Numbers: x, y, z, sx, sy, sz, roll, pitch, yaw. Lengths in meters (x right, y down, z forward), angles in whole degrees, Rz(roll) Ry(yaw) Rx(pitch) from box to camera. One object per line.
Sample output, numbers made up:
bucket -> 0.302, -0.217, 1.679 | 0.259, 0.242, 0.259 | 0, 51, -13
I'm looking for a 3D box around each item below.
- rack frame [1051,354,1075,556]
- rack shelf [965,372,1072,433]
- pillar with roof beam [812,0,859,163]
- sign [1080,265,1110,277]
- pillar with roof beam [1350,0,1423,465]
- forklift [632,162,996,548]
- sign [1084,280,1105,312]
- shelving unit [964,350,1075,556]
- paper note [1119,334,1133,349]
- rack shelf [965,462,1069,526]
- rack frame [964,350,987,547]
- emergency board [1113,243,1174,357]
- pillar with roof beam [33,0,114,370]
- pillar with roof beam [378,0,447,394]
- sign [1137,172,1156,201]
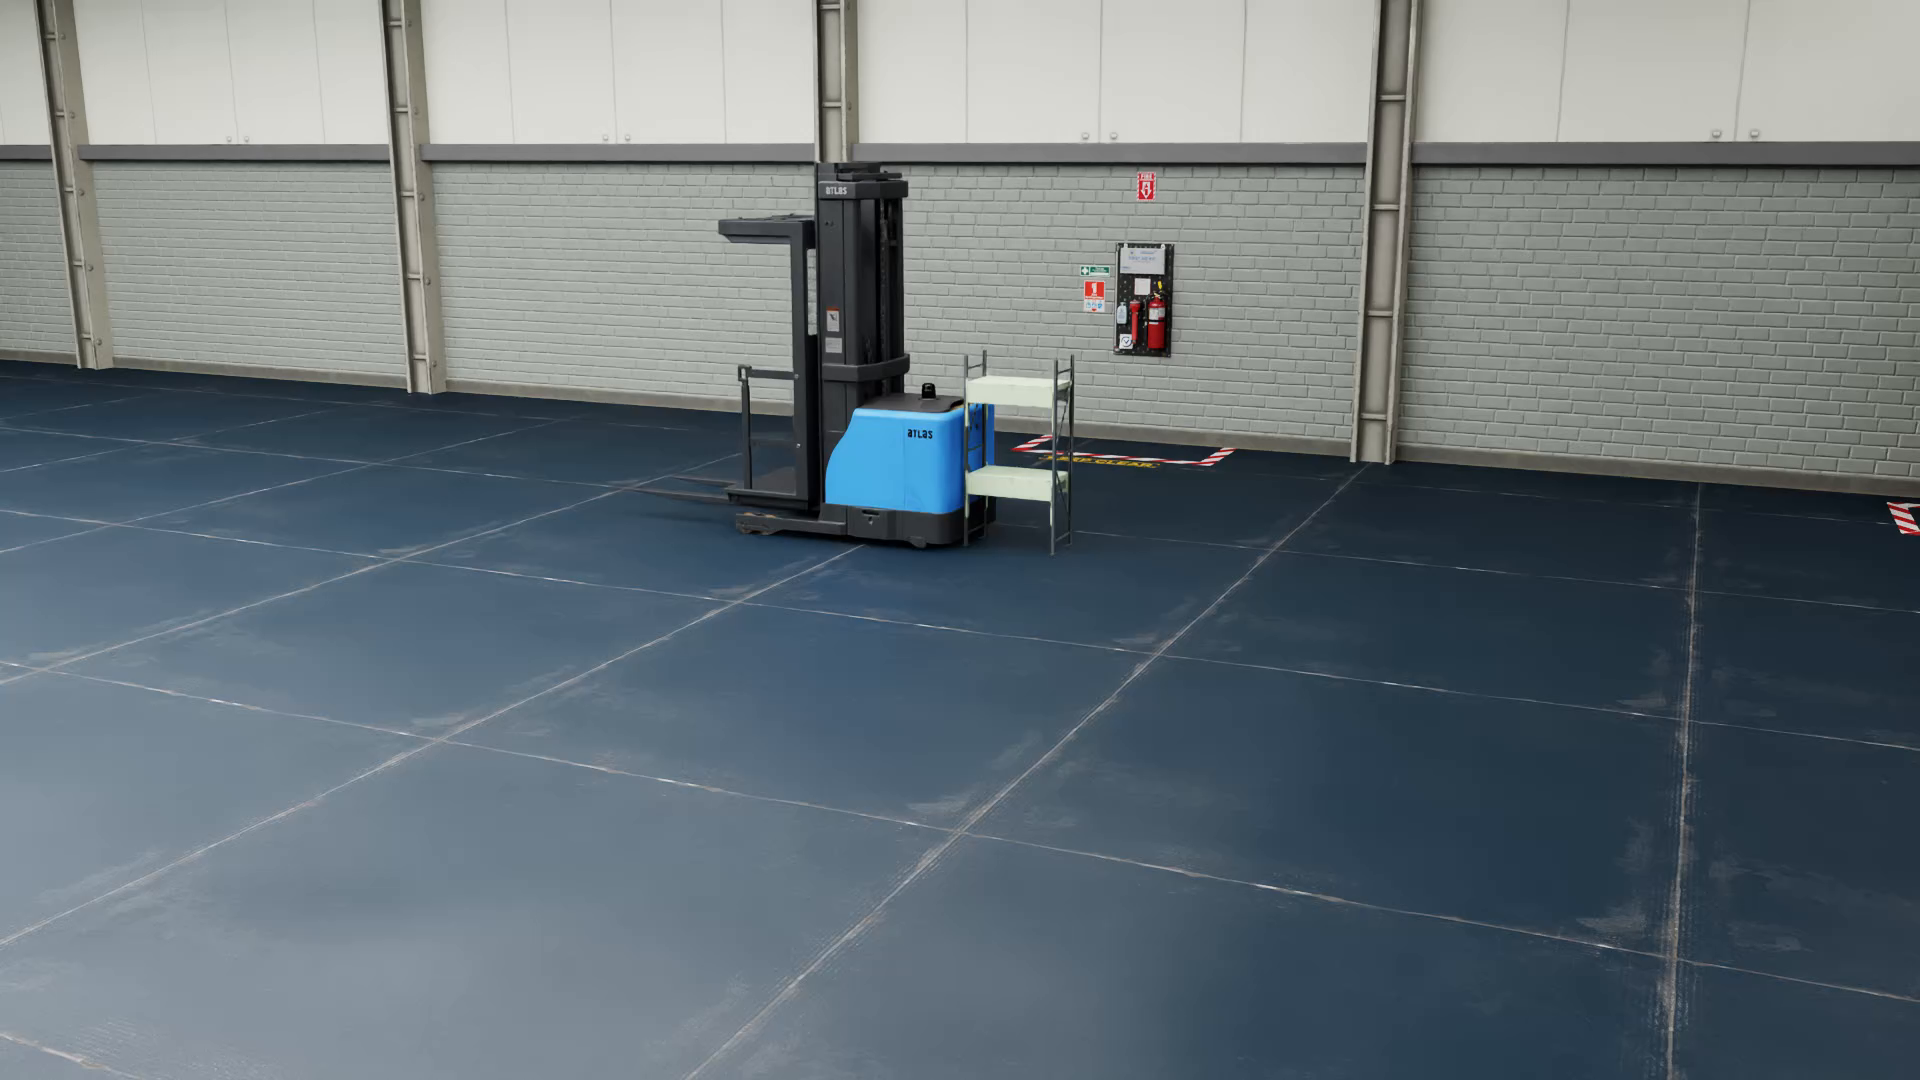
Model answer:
rack frame -> 0.789, -0.650, 12.741 | 0.023, 1.500, 0.400 | 6, 14, 23
rack shelf -> 0.455, -1.064, 12.797 | 0.720, 0.370, 0.431 | 6, 14, 23
pillar with roof beam -> -3.098, -4.832, 14.149 | 0.400, 9.000, 9.100 | 6, 14, 23
sign -> 1.424, -2.838, 17.544 | 0.331, 0.109, 0.001 | 6, 14, 23
pillar with roof beam -> 2.387, -4.277, 11.783 | 0.400, 9.000, 9.100 | 6, 14, 23
forklift -> -1.268, -1.566, 13.512 | 3.031, 2.935, 1.130 | 6, 14, 23
sign -> 1.423, -2.582, 17.614 | 0.234, 0.329, 0.001 | 6, 14, 23
shelving unit -> 0.455, -0.684, 12.886 | 0.755, 1.500, 0.431 | 6, 14, 23
paper note -> 1.753, -2.094, 17.540 | 0.142, 0.148, 0.016 | 6, 14, 23
rack shelf -> 0.455, -0.366, 12.961 | 0.720, 0.370, 0.431 | 6, 14, 23
rack frame -> 0.120, -0.718, 13.031 | 0.023, 1.500, 0.400 | 6, 14, 23
emergency board -> 1.887, -2.492, 17.308 | 0.643, 1.169, 0.194 | 6, 14, 23
pillar with roof beam -> -14.070, -5.942, 18.880 | 0.400, 9.000, 9.100 | 6, 14, 23
pillar with roof beam -> -8.584, -5.387, 16.515 | 0.400, 9.000, 9.100 | 6, 14, 23
sign -> 1.920, -3.642, 17.135 | 0.199, 0.298, 0.001 | 6, 14, 23
